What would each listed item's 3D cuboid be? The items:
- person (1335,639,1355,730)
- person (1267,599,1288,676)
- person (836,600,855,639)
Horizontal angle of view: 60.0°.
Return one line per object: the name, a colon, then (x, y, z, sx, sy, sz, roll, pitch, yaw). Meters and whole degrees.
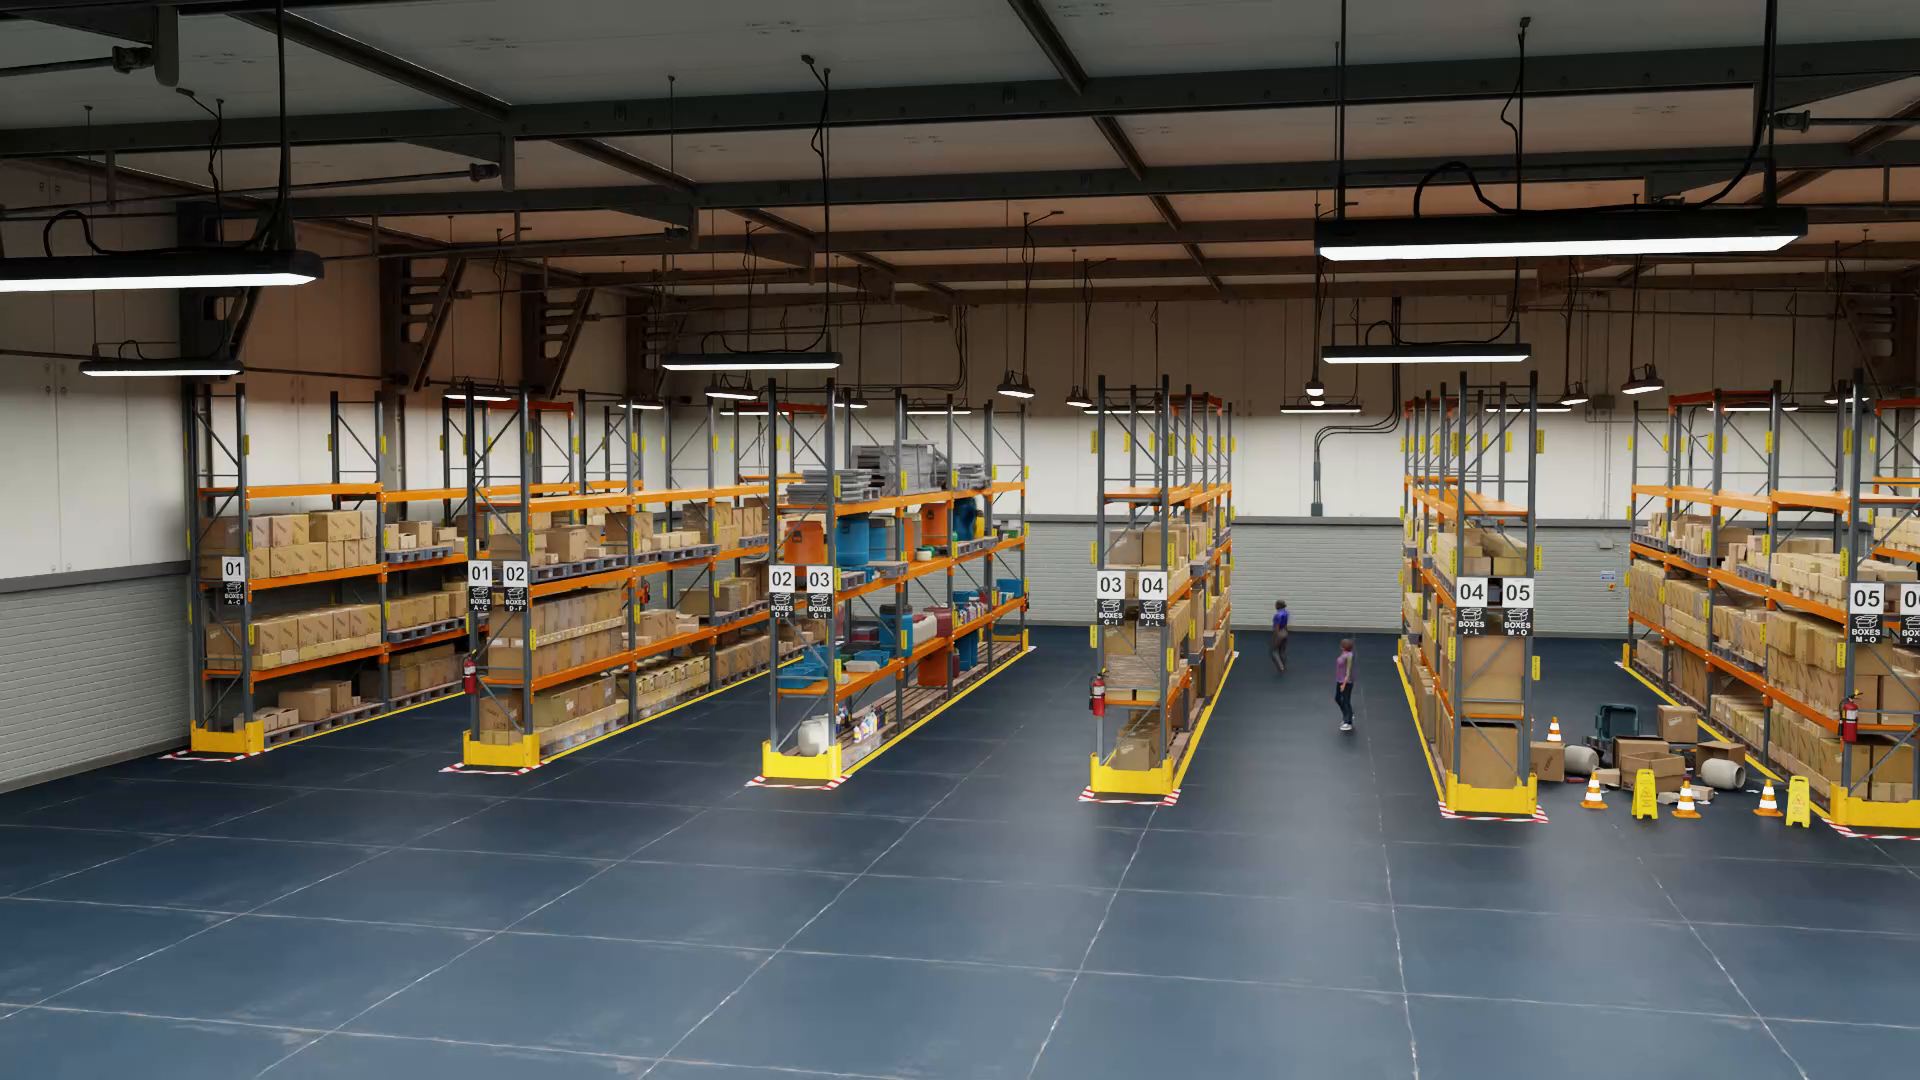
person: (6.780, 2.535, 29.289, 0.350, 1.618, 0.505, 0, 3, -9)
person: (6.949, 2.112, 36.168, 0.421, 1.666, 0.512, 2, 4, 35)
person: (-2.995, 1.713, 42.686, 0.462, 1.655, 0.500, 2, 4, 27)
